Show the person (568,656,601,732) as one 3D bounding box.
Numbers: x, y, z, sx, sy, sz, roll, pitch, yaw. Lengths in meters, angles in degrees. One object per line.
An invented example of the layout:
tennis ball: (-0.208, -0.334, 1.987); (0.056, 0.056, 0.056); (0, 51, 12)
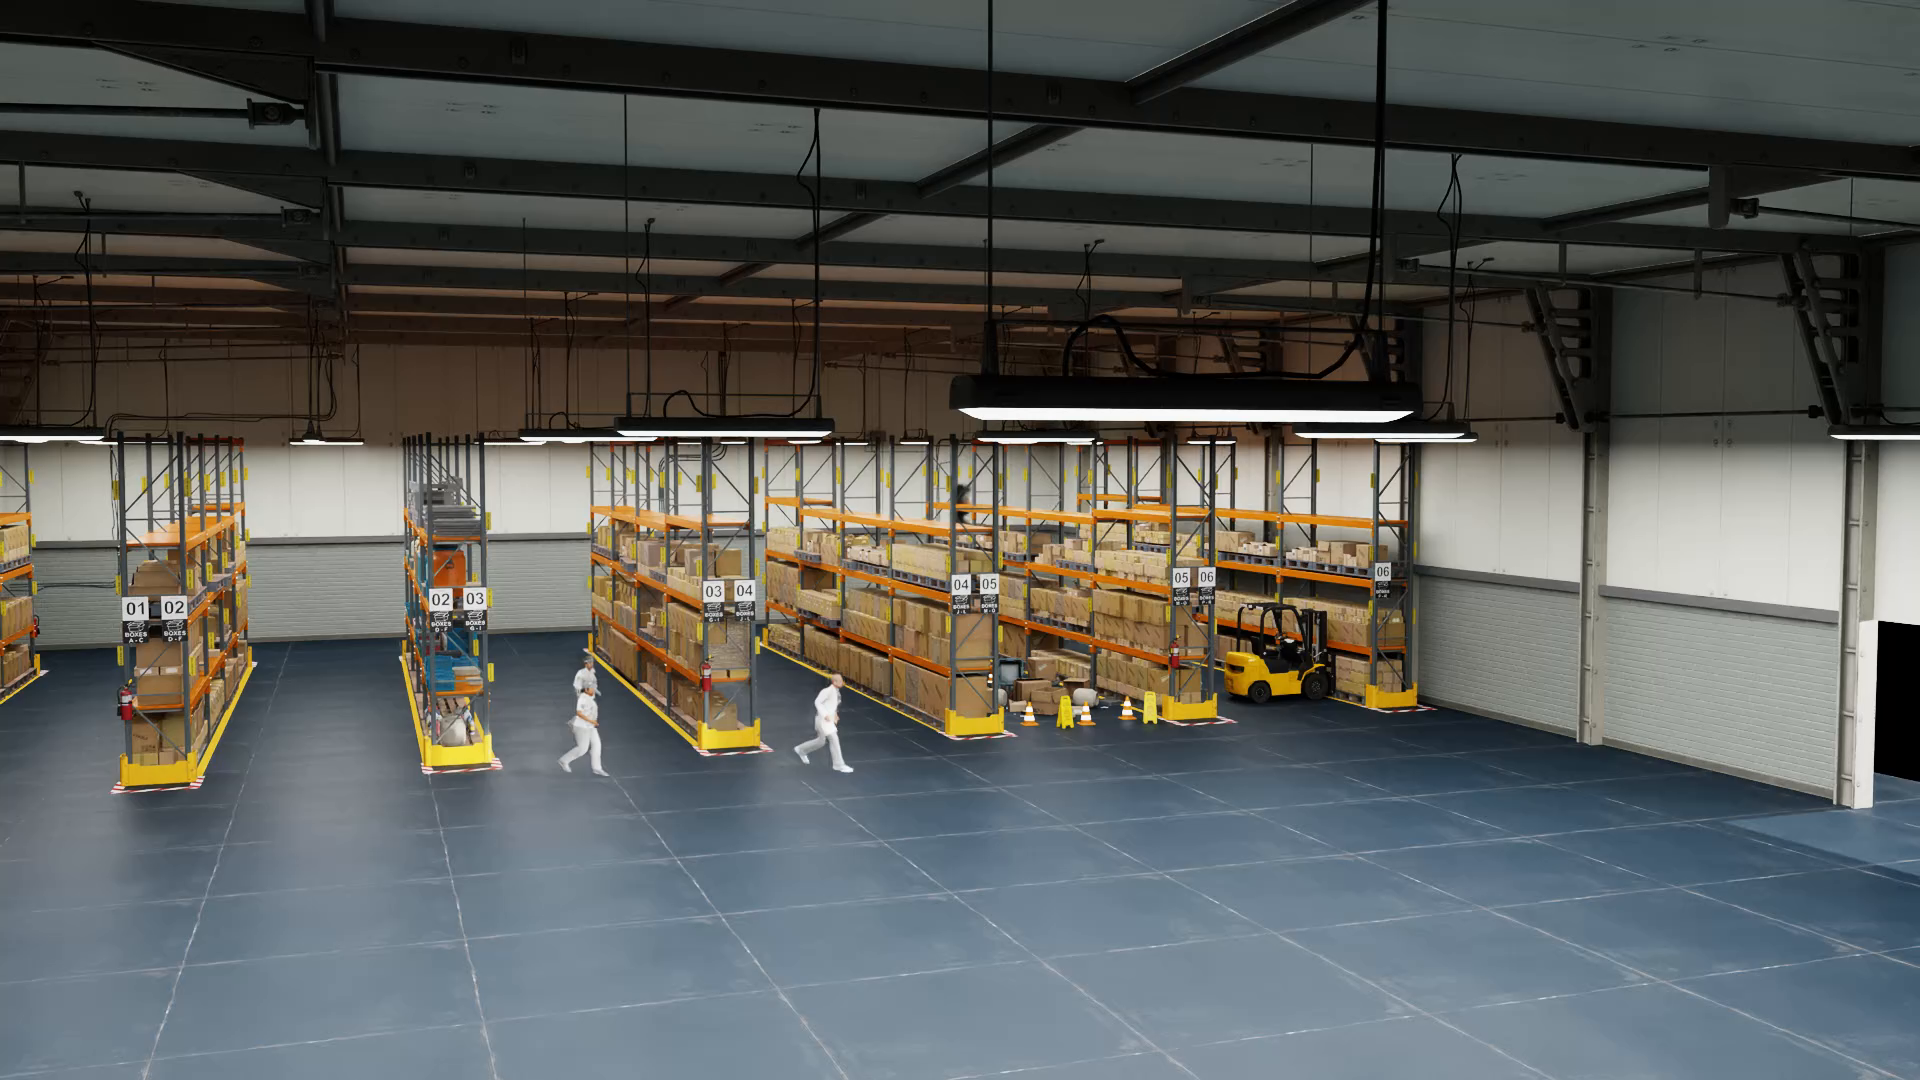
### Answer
person: (-7.463, 3.085, 32.908); (0.728, 1.645, 0.615); (2, 4, 37)

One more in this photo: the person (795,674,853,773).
person: (-2.440, 3.226, 29.409); (1.115, 1.738, 0.704); (1, 3, 19)

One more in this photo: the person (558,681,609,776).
person: (-6.579, 3.293, 29.013); (0.860, 1.678, 0.609); (0, 3, 8)
